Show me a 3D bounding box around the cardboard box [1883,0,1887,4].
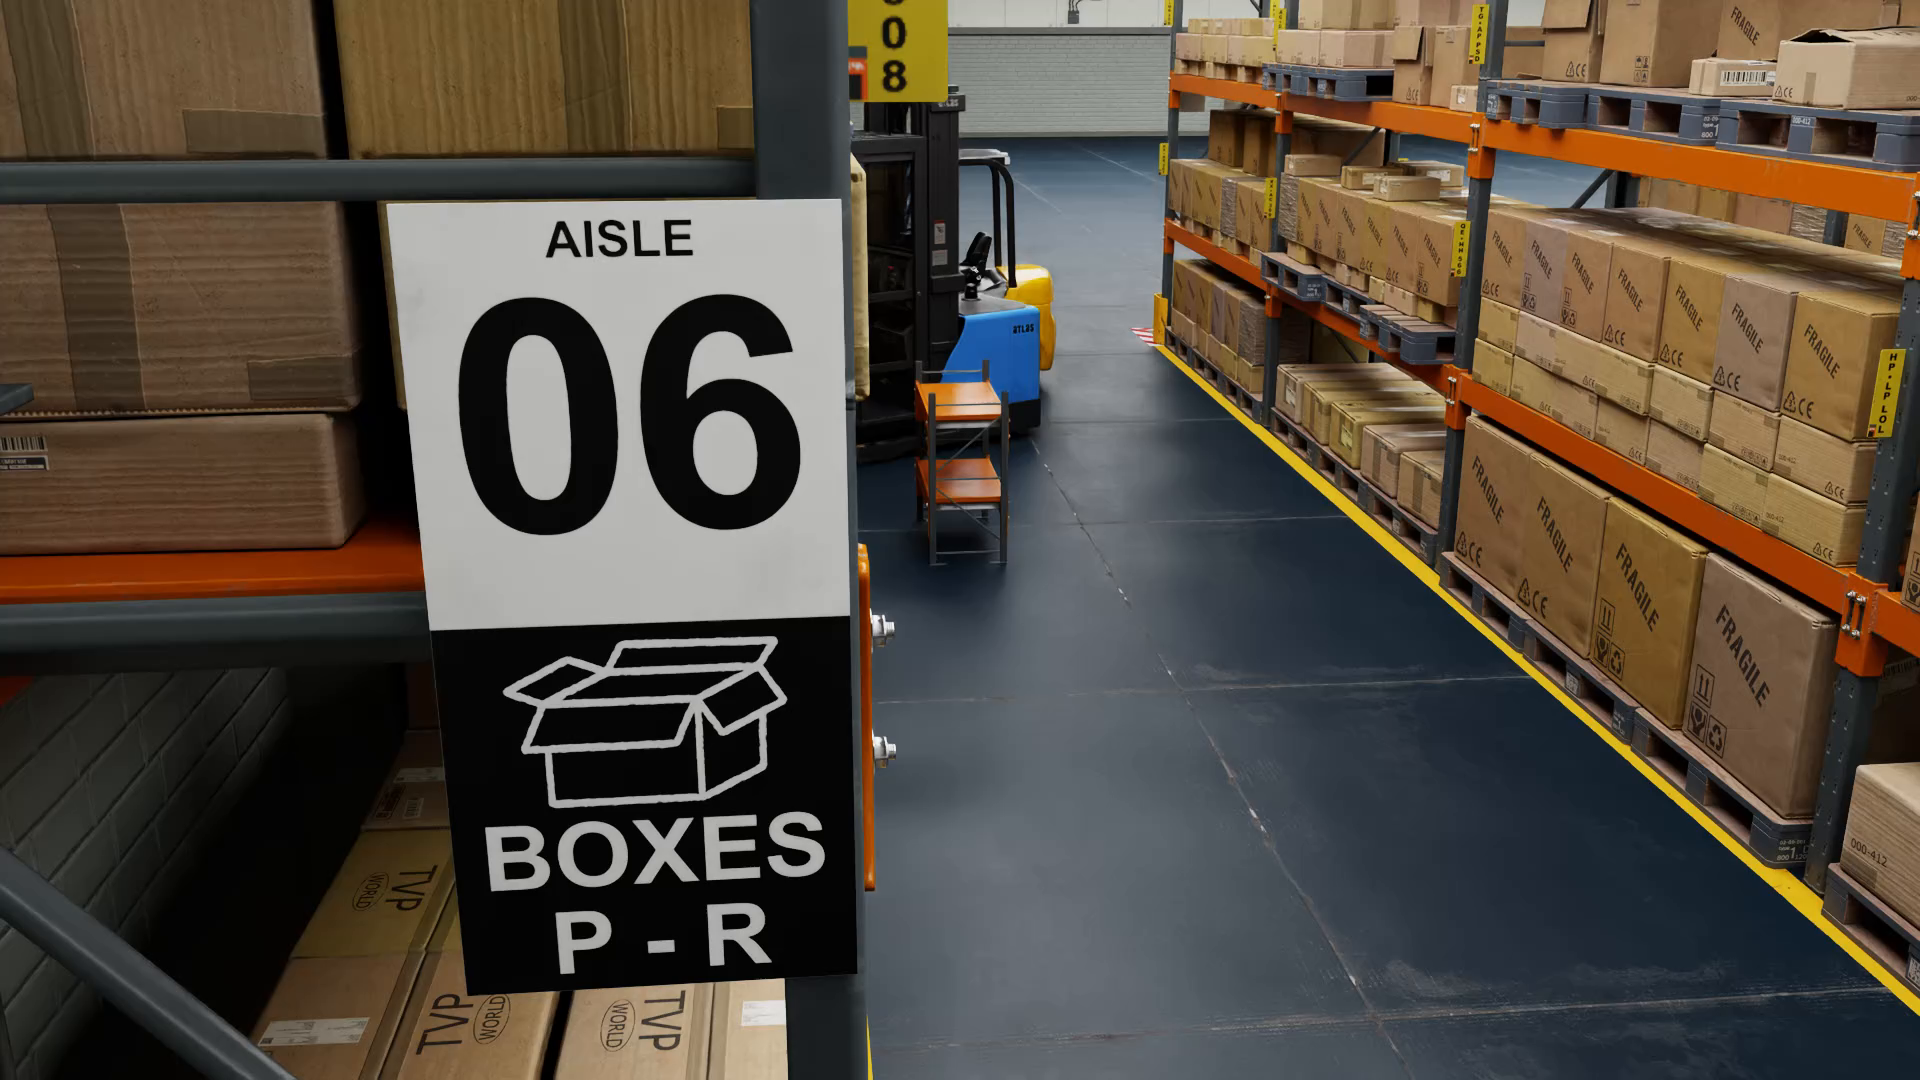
[{"bbox_3d":[7.657,-4.645,14.176,0.380,0.149,0.250,-2,18,-6],"label":"cardboard box"}]

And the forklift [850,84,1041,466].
[{"bbox_3d":[-0.819,-2.157,13.155,3.031,2.935,1.130,-12,21,-34],"label":"forklift"}]

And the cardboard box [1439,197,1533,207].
[{"bbox_3d":[3.573,-2.075,11.414,0.500,0.500,0.500,-1,17,-5],"label":"cardboard box"}]

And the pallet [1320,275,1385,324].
[{"bbox_3d":[3.266,-1.728,11.993,1.003,0.211,1.213,-2,18,-6],"label":"pallet"}]

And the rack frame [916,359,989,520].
[{"bbox_3d":[-0.052,-0.686,11.485,0.500,1.125,0.032,-2,18,-6],"label":"rack frame"}]

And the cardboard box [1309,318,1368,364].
[{"bbox_3d":[3.306,-1.853,14.709,0.500,0.500,0.500,-1,17,-3],"label":"cardboard box"}]

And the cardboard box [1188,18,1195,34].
[{"bbox_3d":[2.520,-5.194,16.793,0.380,0.149,0.250,-2,18,-6],"label":"cardboard box"}]

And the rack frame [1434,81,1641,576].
[{"bbox_3d":[3.511,-1.231,10.090,1.000,3.000,0.127,-2,18,-6],"label":"rack frame"}]

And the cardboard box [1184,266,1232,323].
[{"bbox_3d":[2.555,-2.449,16.607,0.500,0.500,0.500,-2,18,-8],"label":"cardboard box"}]

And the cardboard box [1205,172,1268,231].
[{"bbox_3d":[2.630,-3.197,15.689,0.500,0.500,0.500,-2,18,-7],"label":"cardboard box"}]

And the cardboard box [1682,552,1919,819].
[{"bbox_3d":[3.780,0.592,7.130,0.875,0.875,0.875,-1,17,-4],"label":"cardboard box"}]

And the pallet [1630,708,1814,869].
[{"bbox_3d":[3.769,1.064,7.436,1.003,0.211,1.213,-2,18,-6],"label":"pallet"}]

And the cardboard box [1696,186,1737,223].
[{"bbox_3d":[7.789,-3.269,16.332,0.875,0.550,0.500,-2,18,-6],"label":"cardboard box"}]

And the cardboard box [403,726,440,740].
[{"bbox_3d":[-1.121,0.504,4.318,0.500,0.250,0.500,-1,17,-4],"label":"cardboard box"}]

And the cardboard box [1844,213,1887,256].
[{"bbox_3d":[7.798,-2.488,13.928,0.500,0.500,0.500,-2,17,-5],"label":"cardboard box"}]

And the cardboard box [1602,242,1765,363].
[{"bbox_3d":[3.466,-1.149,7.991,0.500,0.500,0.500,-1,17,-5],"label":"cardboard box"}]

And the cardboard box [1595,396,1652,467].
[{"bbox_3d":[3.484,-0.550,8.171,0.500,0.250,0.500,-2,18,-6],"label":"cardboard box"}]

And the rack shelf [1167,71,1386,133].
[{"bbox_3d":[2.892,-4.106,15.442,1.077,0.370,4.000,-2,18,-6],"label":"rack shelf"}]

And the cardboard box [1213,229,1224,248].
[{"bbox_3d":[2.595,-2.844,15.649,0.380,0.149,0.250,-2,18,-5],"label":"cardboard box"}]

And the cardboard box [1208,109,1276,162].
[{"bbox_3d":[2.956,-4.136,17.009,0.700,0.500,0.500,-2,18,-7],"label":"cardboard box"}]

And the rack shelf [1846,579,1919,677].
[{"bbox_3d":[4.130,0.900,4.504,1.077,0.370,4.000,-2,18,-6],"label":"rack shelf"}]

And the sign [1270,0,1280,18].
[{"bbox_3d":[3.240,-5.479,17.135,0.100,0.325,0.005,-2,18,-6],"label":"sign"}]

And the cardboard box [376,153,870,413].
[{"bbox_3d":[-0.375,-0.335,1.982,0.500,0.250,0.500,-2,18,-6],"label":"cardboard box"}]

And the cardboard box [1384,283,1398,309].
[{"bbox_3d":[3.055,-1.628,11.074,0.380,0.149,0.250,-3,18,-8],"label":"cardboard box"}]

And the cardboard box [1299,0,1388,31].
[{"bbox_3d":[2.821,-3.886,12.255,0.500,0.250,0.500,-2,18,-7],"label":"cardboard box"}]

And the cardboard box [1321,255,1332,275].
[{"bbox_3d":[2.948,-2.094,12.557,0.380,0.149,0.250,-2,17,-5],"label":"cardboard box"}]

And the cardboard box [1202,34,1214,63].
[{"bbox_3d":[2.593,-4.654,15.740,0.500,0.250,0.500,-1,17,-4],"label":"cardboard box"}]

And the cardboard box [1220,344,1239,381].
[{"bbox_3d":[2.705,-1.637,15.274,0.500,0.250,0.500,-2,18,-7],"label":"cardboard box"}]

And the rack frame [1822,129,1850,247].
[{"bbox_3d":[8.012,-2.606,14.469,1.000,3.000,0.127,-2,18,-6],"label":"rack frame"}]

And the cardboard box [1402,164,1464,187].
[{"bbox_3d":[3.506,-2.706,12.340,0.380,0.149,0.250,-3,18,-8],"label":"cardboard box"}]

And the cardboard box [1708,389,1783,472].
[{"bbox_3d":[3.577,-0.479,7.109,0.500,0.250,0.500,-1,17,-4],"label":"cardboard box"}]

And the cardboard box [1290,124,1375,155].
[{"bbox_3d":[3.238,-3.380,14.602,0.700,0.500,0.500,-2,18,-5],"label":"cardboard box"}]

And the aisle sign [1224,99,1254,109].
[{"bbox_3d":[2.968,-4.882,17.380,0.394,0.787,0.004,-2,18,-6],"label":"aisle sign"}]

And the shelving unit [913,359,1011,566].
[{"bbox_3d":[0.001,-0.535,11.002,0.538,1.125,1.048,-2,18,-6],"label":"shelving unit"}]

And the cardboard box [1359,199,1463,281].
[{"bbox_3d":[3.070,-2.052,11.340,0.500,0.500,0.500,-3,18,-9],"label":"cardboard box"}]

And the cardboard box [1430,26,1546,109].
[{"bbox_3d":[3.423,-2.992,10.526,0.700,0.500,0.500,-2,18,-6],"label":"cardboard box"}]

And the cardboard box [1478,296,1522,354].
[{"bbox_3d":[3.318,-1.239,9.532,0.500,0.250,0.500,-2,18,-6],"label":"cardboard box"}]

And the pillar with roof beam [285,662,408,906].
[{"bbox_3d":[2.444,-2.645,4.577,9.100,9.000,0.400,-2,18,-6],"label":"pillar with roof beam"}]

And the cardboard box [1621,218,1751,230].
[{"bbox_3d":[3.886,-1.457,8.974,0.500,0.500,0.500,-1,17,-5],"label":"cardboard box"}]

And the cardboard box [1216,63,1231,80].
[{"bbox_3d":[2.602,-4.355,15.451,0.380,0.149,0.250,-2,18,-7],"label":"cardboard box"}]

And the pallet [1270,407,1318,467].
[{"bbox_3d":[3.180,-0.860,13.565,1.003,0.211,1.213,-2,18,-6],"label":"pallet"}]

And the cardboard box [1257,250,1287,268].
[{"bbox_3d":[2.762,-2.389,14.198,0.380,0.149,0.250,-2,18,-6],"label":"cardboard box"}]

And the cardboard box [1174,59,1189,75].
[{"bbox_3d":[2.397,-4.817,16.923,0.380,0.149,0.250,-2,18,-6],"label":"cardboard box"}]

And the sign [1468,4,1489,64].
[{"bbox_3d":[2.971,-2.892,9.512,0.100,0.325,0.005,-2,18,-6],"label":"sign"}]

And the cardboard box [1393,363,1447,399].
[{"bbox_3d":[4.341,-1.592,15.411,0.500,0.500,0.500,11,21,32],"label":"cardboard box"}]

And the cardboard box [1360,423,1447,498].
[{"bbox_3d":[3.378,-0.566,11.657,0.950,0.372,0.625,-2,18,-7],"label":"cardboard box"}]

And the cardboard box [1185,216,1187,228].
[{"bbox_3d":[2.502,-3.231,16.879,0.380,0.149,0.250,-2,18,-7],"label":"cardboard box"}]

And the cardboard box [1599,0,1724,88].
[{"bbox_3d":[3.802,-2.621,8.642,0.700,0.500,0.500,-3,18,-8],"label":"cardboard box"}]

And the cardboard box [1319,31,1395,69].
[{"bbox_3d":[2.887,-3.496,11.845,0.500,0.250,0.500,-2,18,-6],"label":"cardboard box"}]

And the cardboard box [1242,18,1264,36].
[{"bbox_3d":[2.650,-4.431,14.362,0.380,0.149,0.250,-1,17,-4],"label":"cardboard box"}]
